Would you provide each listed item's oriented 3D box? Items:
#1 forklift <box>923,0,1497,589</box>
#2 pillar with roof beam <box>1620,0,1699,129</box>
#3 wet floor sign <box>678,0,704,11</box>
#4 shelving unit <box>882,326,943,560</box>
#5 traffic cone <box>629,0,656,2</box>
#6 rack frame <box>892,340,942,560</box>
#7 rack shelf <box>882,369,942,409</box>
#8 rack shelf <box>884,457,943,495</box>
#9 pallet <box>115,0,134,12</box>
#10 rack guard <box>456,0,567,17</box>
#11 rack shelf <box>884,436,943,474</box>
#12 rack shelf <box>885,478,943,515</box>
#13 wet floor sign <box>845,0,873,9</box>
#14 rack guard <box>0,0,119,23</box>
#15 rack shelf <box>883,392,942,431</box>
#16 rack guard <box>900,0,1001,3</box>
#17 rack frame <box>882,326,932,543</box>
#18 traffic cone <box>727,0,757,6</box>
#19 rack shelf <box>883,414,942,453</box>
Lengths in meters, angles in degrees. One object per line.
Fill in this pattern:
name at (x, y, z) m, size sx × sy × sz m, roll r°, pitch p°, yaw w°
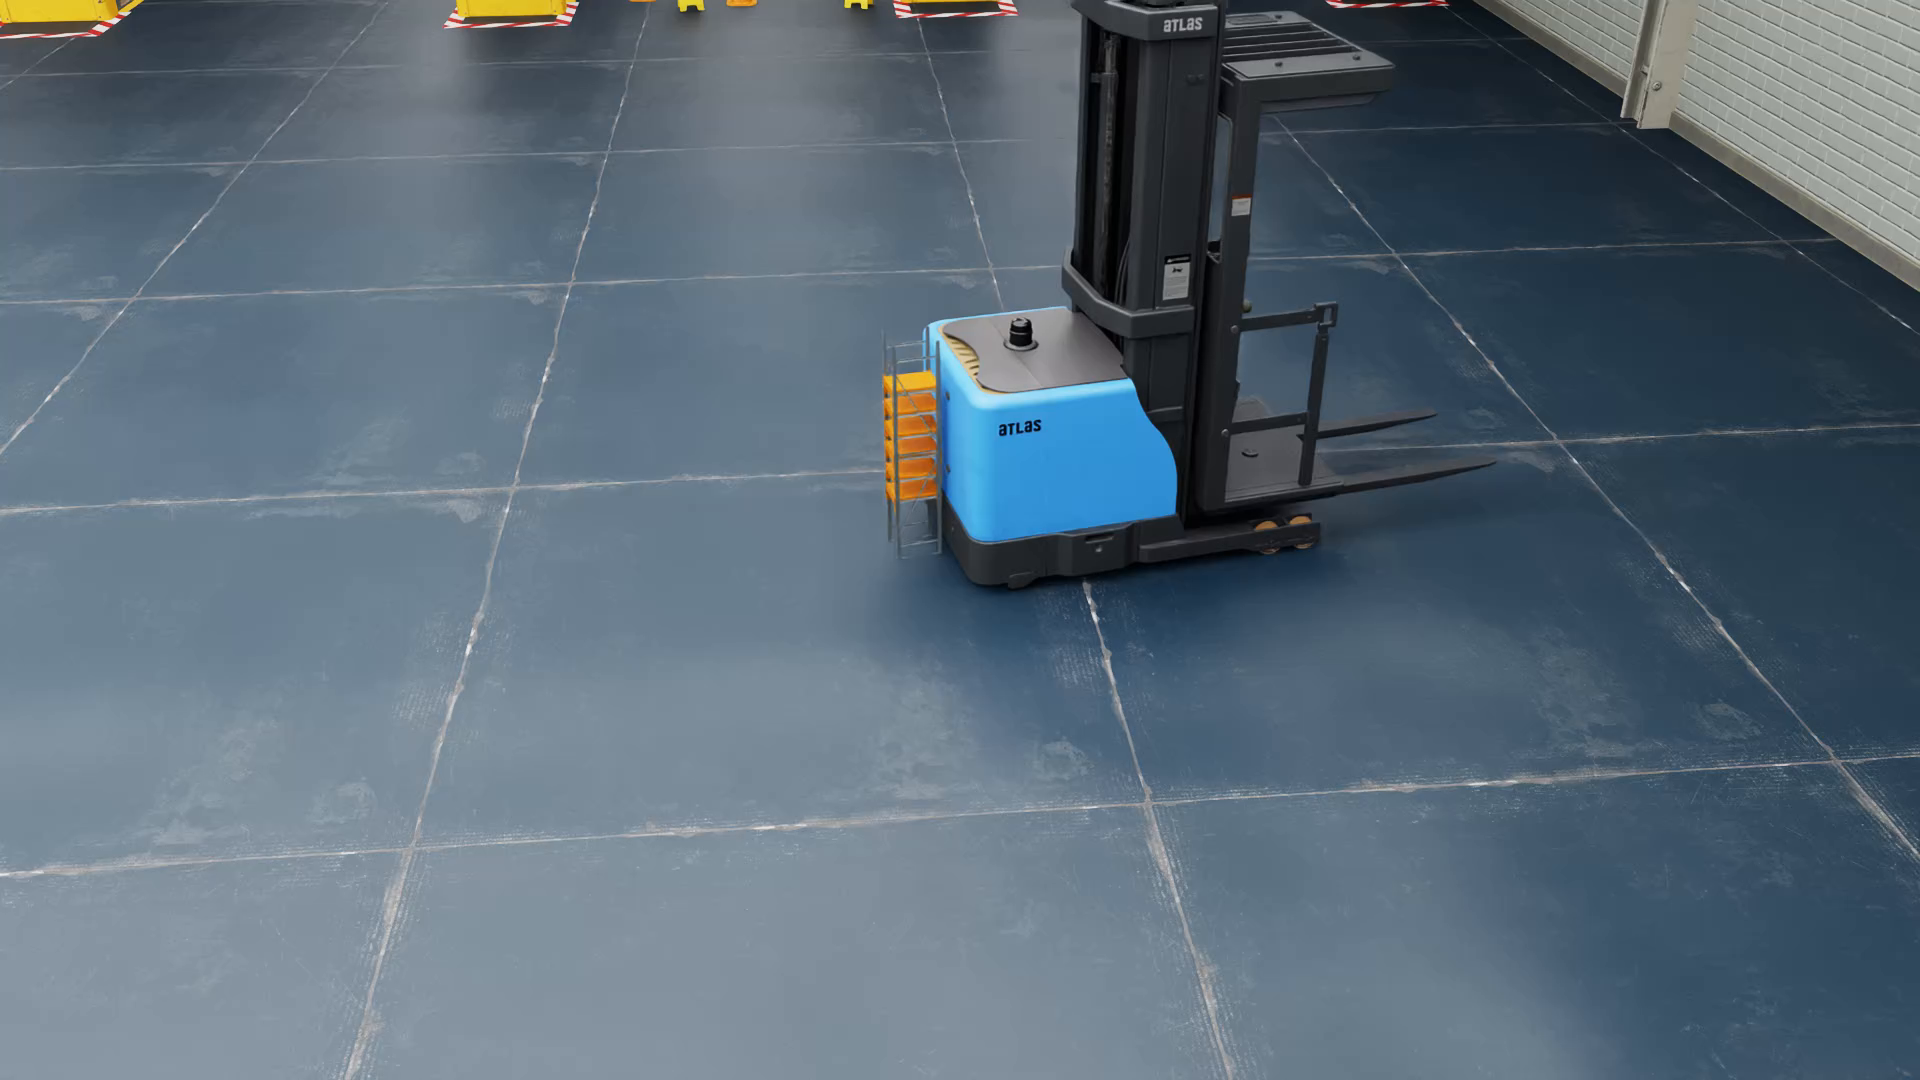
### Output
forklift at (1.371, -1.436, 8.297) m, size 3.031 × 2.935 × 1.130 m, roll -9°, pitch 32°, yaw -14°
pillar with roof beam at (1.947, -7.459, 12.462) m, size 9.100 × 9.000 × 0.400 m, roll -3°, pitch 31°, yaw -5°
wet floor sign at (-3.046, -6.295, 18.660) m, size 0.267 × 0.644 × 0.232 m, roll -8°, pitch 32°, yaw -13°
shelving unit at (-0.237, -0.475, 8.374) m, size 0.258 × 1.200 × 0.189 m, roll -9°, pitch 32°, yaw -14°
traffic cone at (-3.656, -6.476, 19.140) m, size 0.336 × 0.463 × 0.334 m, roll -3°, pitch 31°, yaw -5°
rack frame at (-0.211, -0.430, 8.299) m, size 0.240 × 1.200 × 0.006 m, roll -9°, pitch 32°, yaw -14°
rack shelf at (-0.237, -0.745, 8.212) m, size 0.258 × 0.103 × 0.180 m, roll -9°, pitch 32°, yaw -14°
rack shelf at (-0.237, -0.333, 8.459) m, size 0.258 × 0.103 × 0.180 m, roll -9°, pitch 32°, yaw -14°
pallet at (-10.016, -6.298, 19.088) m, size 1.003 × 0.211 × 1.213 m, roll -3°, pitch 31°, yaw -5°
rack guard at (-5.018, -6.140, 18.542) m, size 1.175 × 0.500 × 0.348 m, roll -3°, pitch 31°, yaw -5°
rack shelf at (-0.237, -0.436, 8.397) m, size 0.258 × 0.103 × 0.180 m, roll -9°, pitch 32°, yaw -14°
rack shelf at (-0.237, -0.230, 8.520) m, size 0.258 × 0.103 × 0.180 m, roll -9°, pitch 32°, yaw -14°
wet floor sign at (-1.149, -6.355, 18.761) m, size 0.267 × 0.644 × 0.232 m, roll 8°, pitch 32°, yaw 13°
rack guard at (-9.975, -6.005, 18.316) m, size 1.175 × 0.500 × 0.348 m, roll -3°, pitch 31°, yaw -5°
rack shelf at (-0.237, -0.642, 8.274) m, size 0.258 × 0.103 × 0.180 m, roll -9°, pitch 32°, yaw -14°
rack guard at (-0.109, -6.480, 19.111) m, size 1.175 × 0.500 × 0.348 m, roll -3°, pitch 31°, yaw -5°
rack frame at (-0.263, -0.520, 8.450) m, size 0.240 × 1.200 × 0.006 m, roll -9°, pitch 32°, yaw -14°
traffic cone at (-2.500, -6.356, 18.940) m, size 0.336 × 0.463 × 0.334 m, roll -3°, pitch 31°, yaw -5°
rack shelf at (-0.237, -0.539, 8.335) m, size 0.258 × 0.103 × 0.180 m, roll -9°, pitch 32°, yaw -14°
